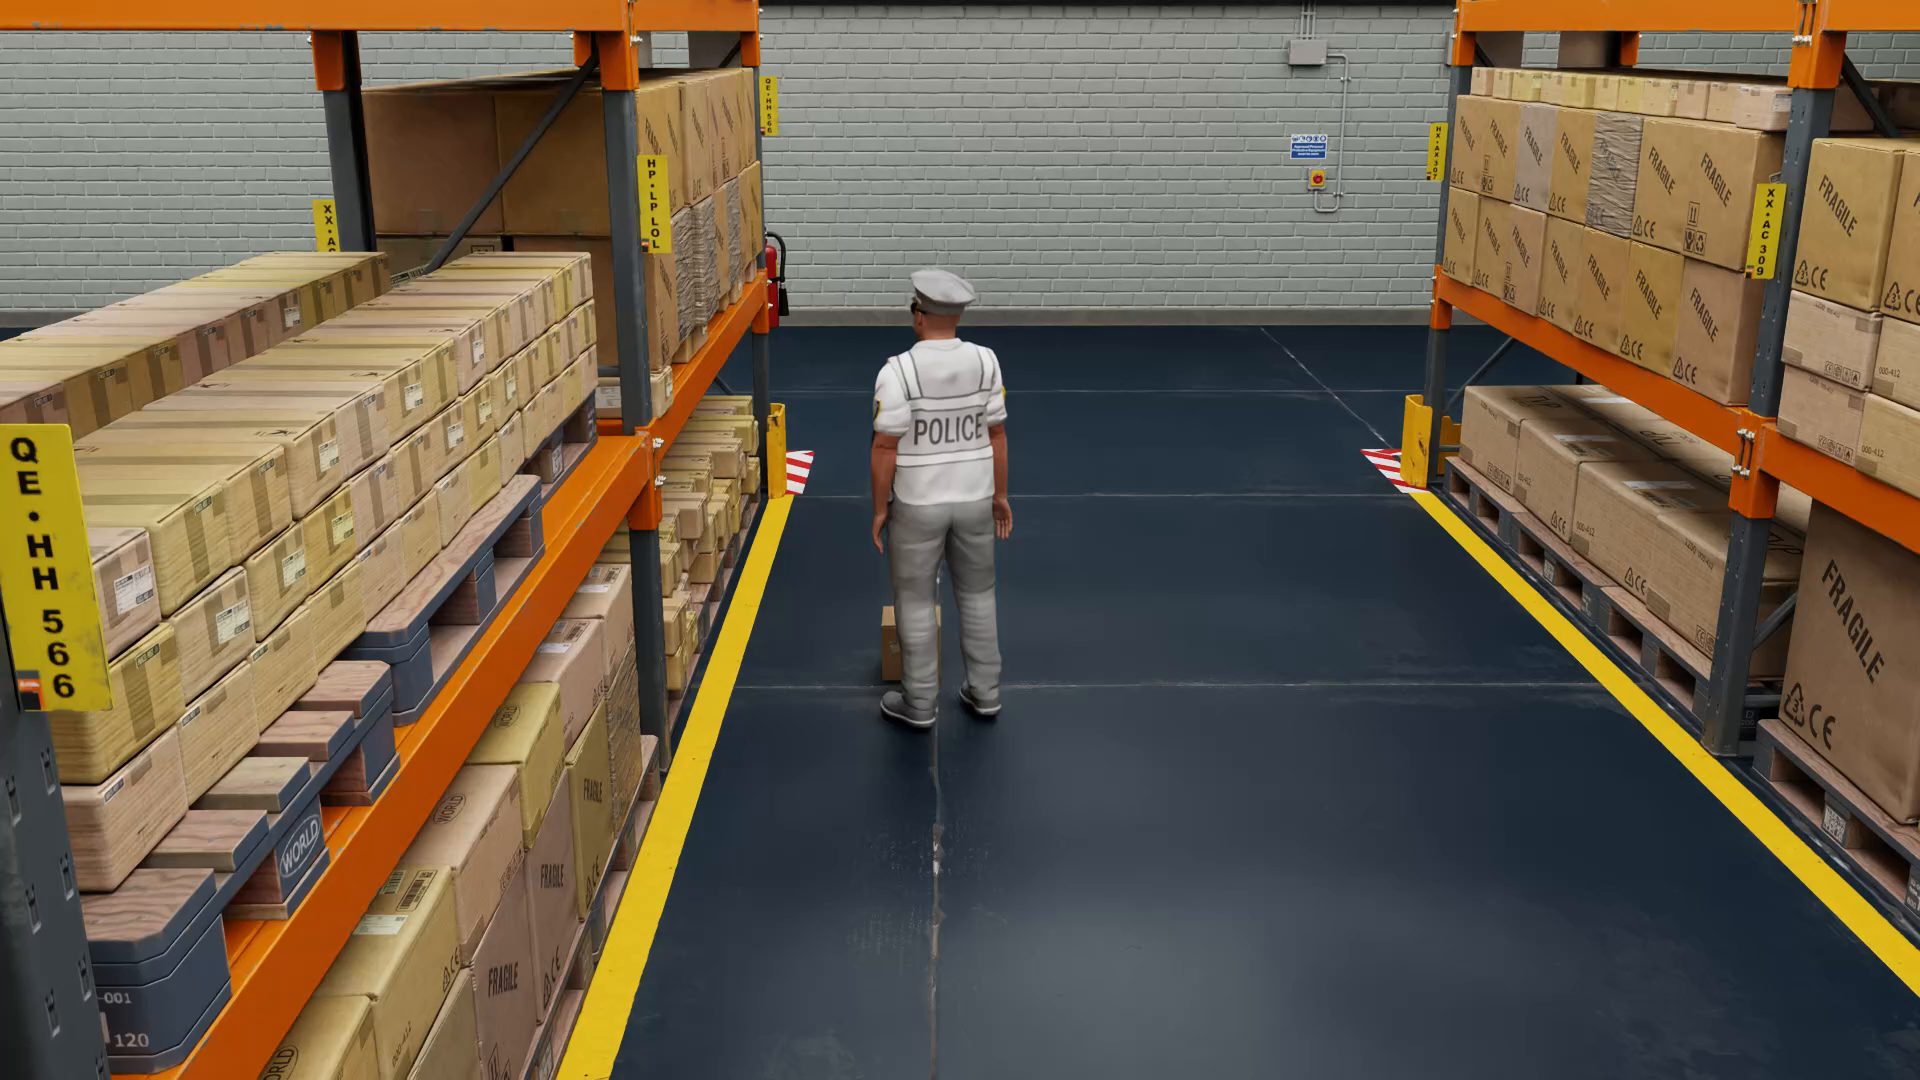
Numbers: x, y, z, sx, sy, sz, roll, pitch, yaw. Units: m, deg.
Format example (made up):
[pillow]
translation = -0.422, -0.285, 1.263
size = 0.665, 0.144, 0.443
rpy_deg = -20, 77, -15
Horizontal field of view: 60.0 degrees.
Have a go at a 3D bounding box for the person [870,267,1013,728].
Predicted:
[person]
translation = -0.076, -0.160, 6.451
size = 0.588, 1.773, 0.402
rpy_deg = -6, 18, -20
